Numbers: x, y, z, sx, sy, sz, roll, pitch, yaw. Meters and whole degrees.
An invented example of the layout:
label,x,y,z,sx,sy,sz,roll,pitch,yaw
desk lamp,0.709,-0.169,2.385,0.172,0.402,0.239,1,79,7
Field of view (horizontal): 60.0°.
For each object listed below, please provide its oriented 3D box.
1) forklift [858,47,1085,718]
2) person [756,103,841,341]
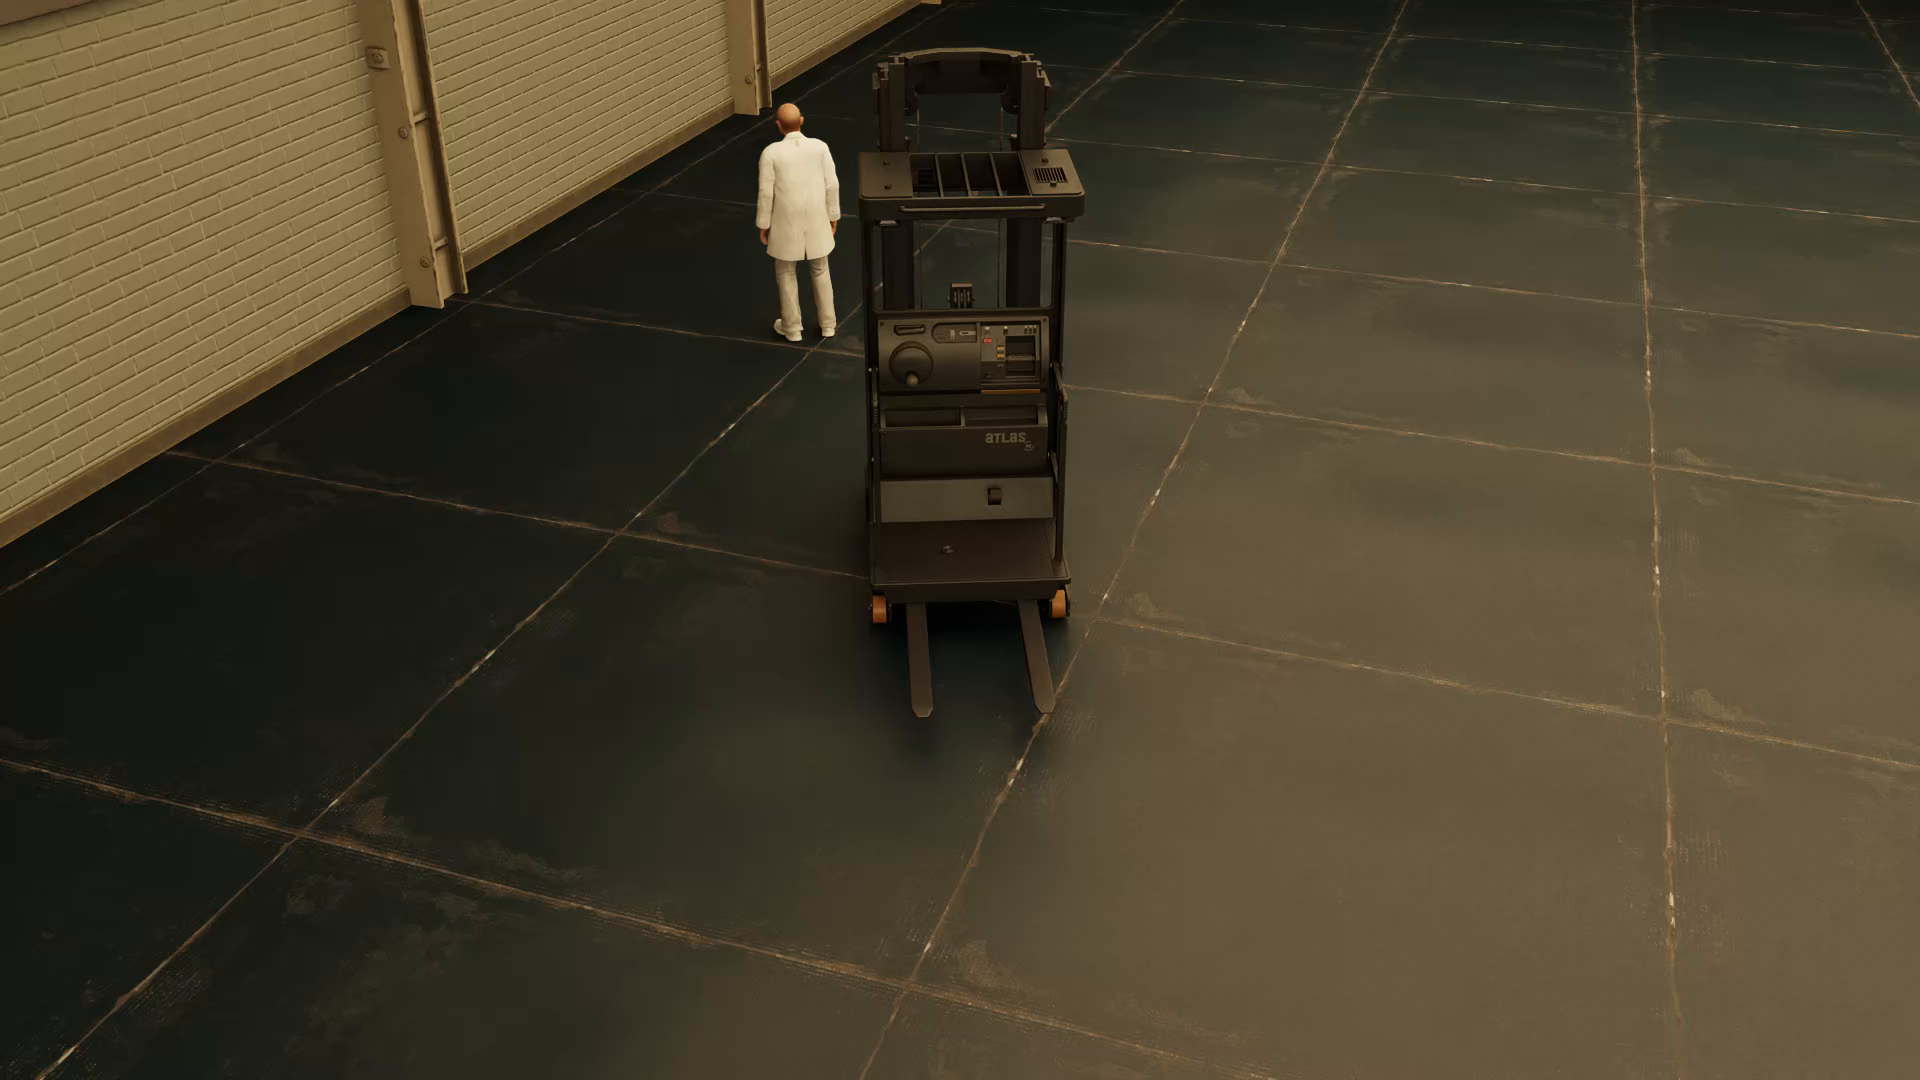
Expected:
label,x,y,z,sx,sy,sz,roll,pitch,yaw
forklift,0.035,-0.972,8.842,1.130,2.935,3.031,-2,30,-3
person,-1.208,-2.374,12.469,0.646,1.774,0.420,-10,31,-17
